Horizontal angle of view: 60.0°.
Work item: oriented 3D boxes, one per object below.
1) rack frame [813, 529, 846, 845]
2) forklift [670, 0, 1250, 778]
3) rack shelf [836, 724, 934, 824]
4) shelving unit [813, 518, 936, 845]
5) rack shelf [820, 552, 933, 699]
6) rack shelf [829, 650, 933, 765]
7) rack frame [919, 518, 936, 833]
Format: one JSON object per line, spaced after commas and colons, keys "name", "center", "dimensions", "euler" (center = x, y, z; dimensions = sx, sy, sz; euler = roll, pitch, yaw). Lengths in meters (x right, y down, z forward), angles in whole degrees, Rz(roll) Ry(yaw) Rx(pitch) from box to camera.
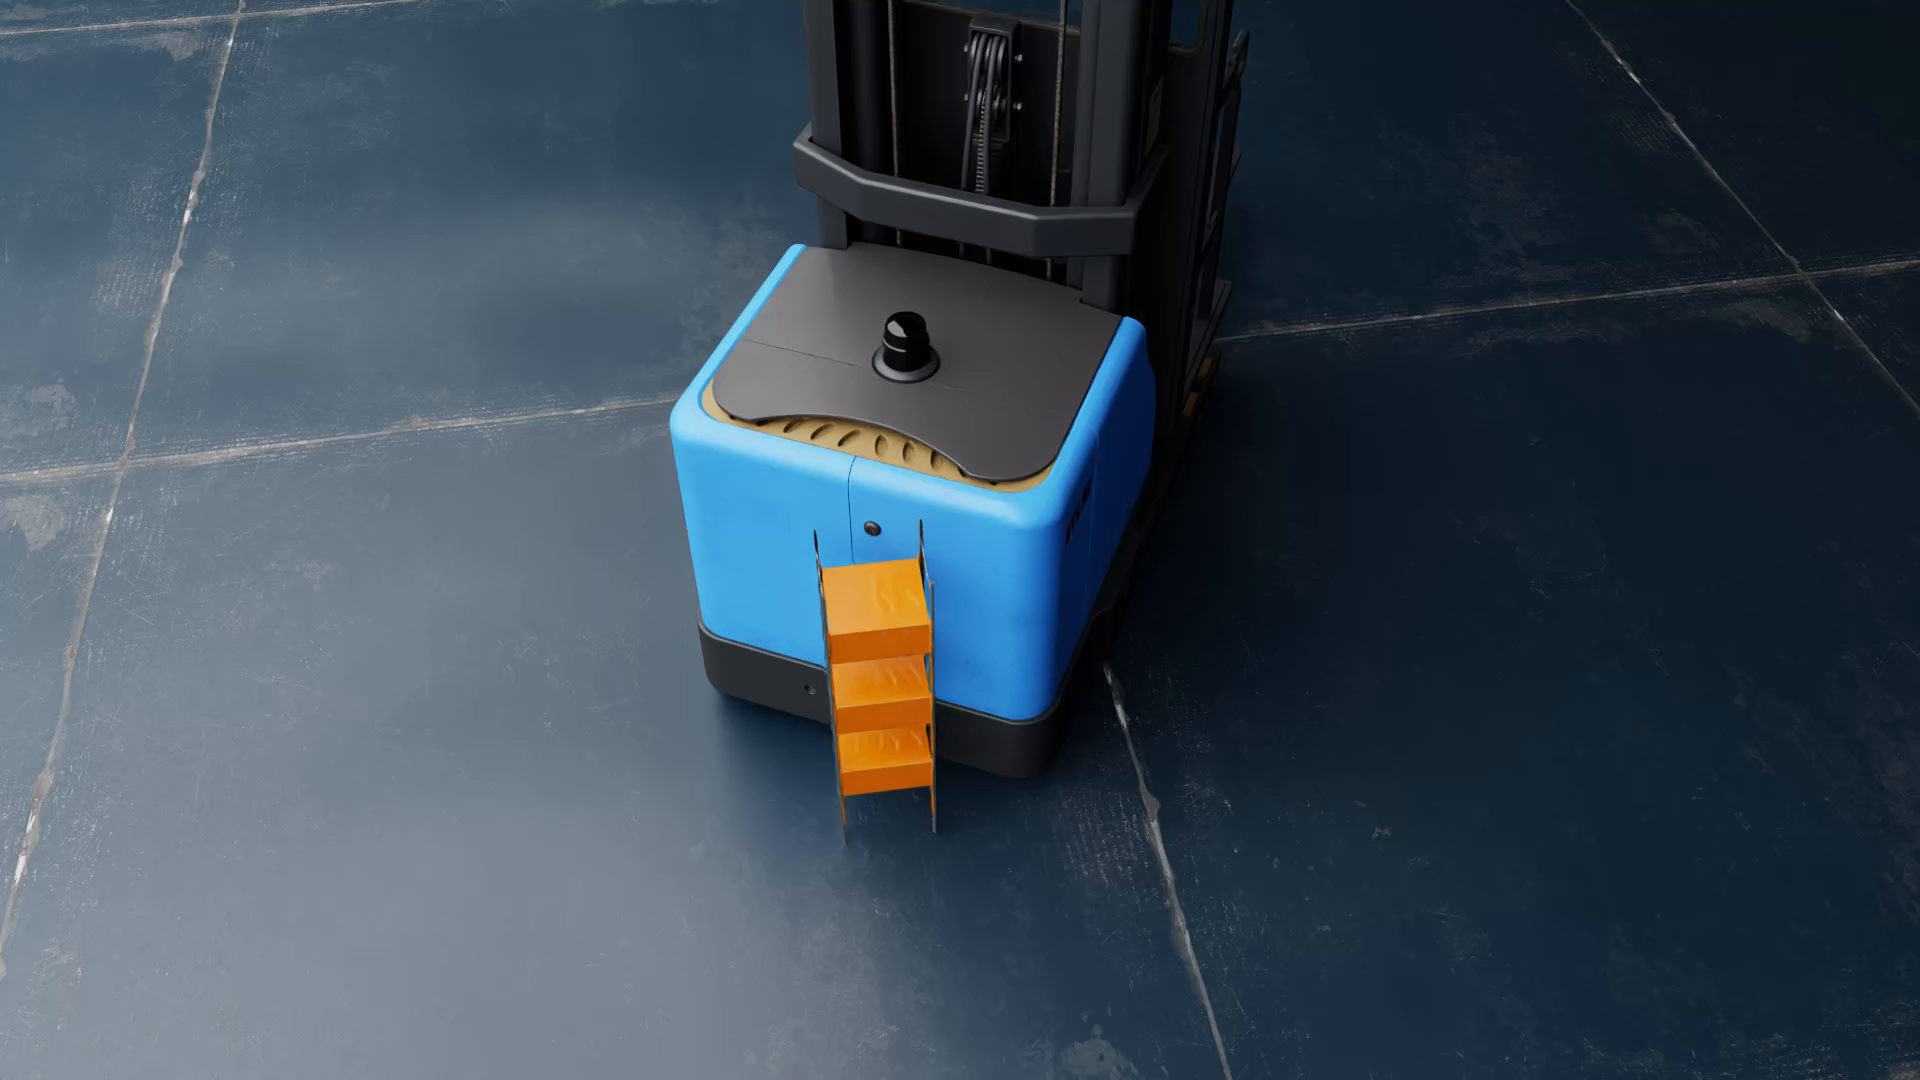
{"name": "rack frame", "center": [-0.321, 0.396, 4.132], "dimensions": [0.008, 1.050, 0.200], "euler": [-6, 49, -6]}
{"name": "forklift", "center": [0.248, -1.450, 4.612], "dimensions": [1.130, 2.935, 3.031], "euler": [15, 48, 14]}
{"name": "rack shelf", "center": [-0.202, 0.574, 4.362], "dimensions": [0.240, 0.259, 0.215], "euler": [-6, 49, -6]}
{"name": "shelving unit", "center": [-0.200, 0.383, 4.145], "dimensions": [0.252, 1.050, 0.215], "euler": [-6, 49, -6]}
{"name": "rack shelf", "center": [-0.198, 0.203, 3.940], "dimensions": [0.240, 0.259, 0.215], "euler": [-6, 49, -6]}
{"name": "rack shelf", "center": [-0.200, 0.390, 4.153], "dimensions": [0.240, 0.259, 0.215], "euler": [-6, 49, -6]}
{"name": "rack frame", "center": [-0.079, 0.370, 4.157], "dimensions": [0.008, 1.050, 0.200], "euler": [-6, 49, -6]}
